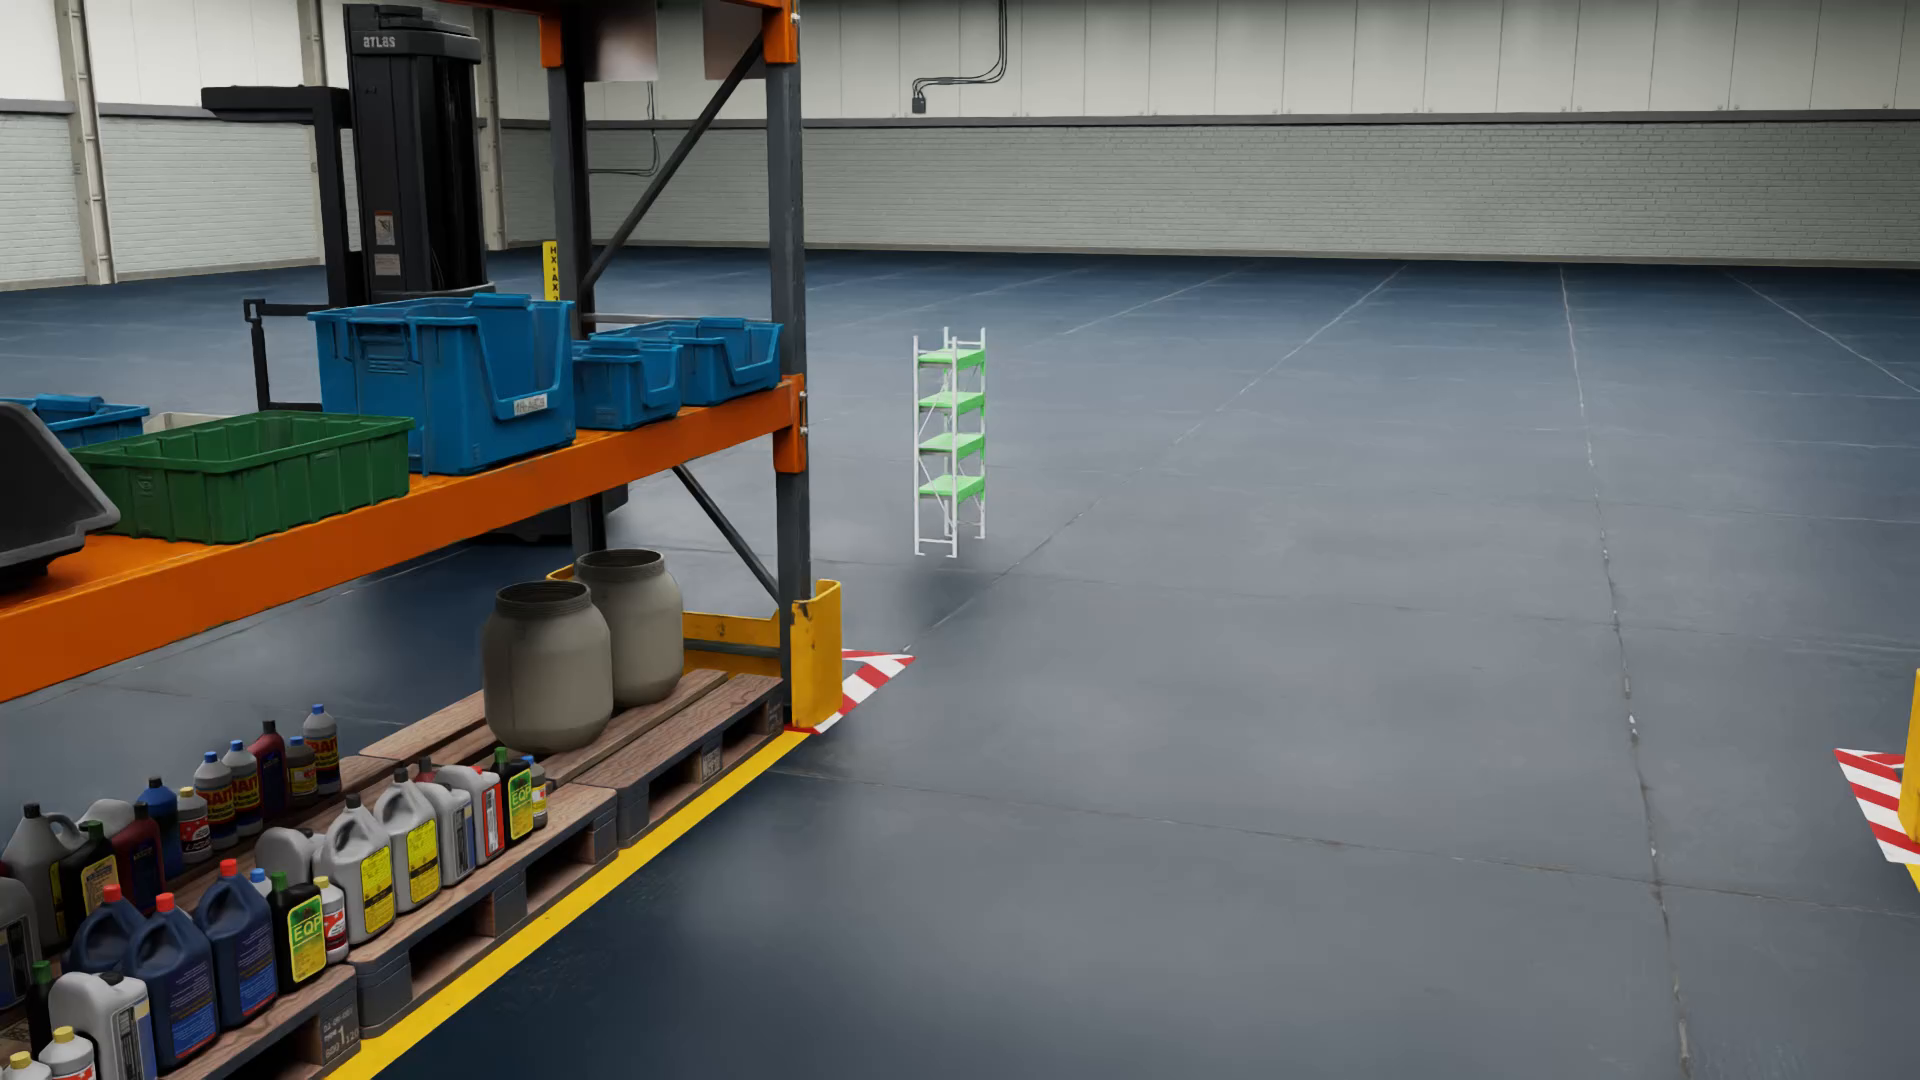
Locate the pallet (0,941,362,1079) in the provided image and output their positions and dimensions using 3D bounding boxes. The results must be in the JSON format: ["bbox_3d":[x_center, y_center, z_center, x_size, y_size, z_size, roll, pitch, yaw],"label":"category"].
[{"bbox_3d":[-2.114,1.225,3.647,1.003,0.211,1.213,4,14,18],"label":"pallet"}]

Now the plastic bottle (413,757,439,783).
[{"bbox_3d":[-1.464,0.733,4.650,0.061,0.283,0.133,4,14,18],"label":"plastic bottle"}]

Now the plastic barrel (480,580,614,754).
[{"bbox_3d":[-1.379,0.419,5.556,0.421,0.512,0.421,0,13,0],"label":"plastic barrel"}]

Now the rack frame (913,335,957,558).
[{"bbox_3d":[-0.133,-0.499,8.977,0.240,1.200,0.015,4,14,18],"label":"rack frame"}]

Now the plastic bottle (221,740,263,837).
[{"bbox_3d":[-2.069,0.709,4.784,0.097,0.271,0.097,0,13,0],"label":"plastic bottle"}]

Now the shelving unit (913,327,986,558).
[{"bbox_3d":[-0.054,-0.550,9.202,0.258,1.200,0.503,4,14,18],"label":"shelving unit"}]

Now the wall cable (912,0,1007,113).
[{"bbox_3d":[-0.027,-12.921,38.232,2.305,6.003,0.169,4,14,18],"label":"wall cable"}]

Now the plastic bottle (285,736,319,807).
[{"bbox_3d":[-1.992,0.693,5.013,0.097,0.201,0.097,0,13,0],"label":"plastic bottle"}]

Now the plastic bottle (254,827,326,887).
[{"bbox_3d":[-1.667,0.843,4.188,0.152,0.276,0.135,4,14,18],"label":"plastic bottle"}]

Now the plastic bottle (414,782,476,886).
[{"bbox_3d":[-1.408,0.774,4.490,0.152,0.276,0.135,4,13,17],"label":"plastic bottle"}]

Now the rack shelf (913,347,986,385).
[{"bbox_3d":[-0.054,-0.956,9.109,0.258,0.148,0.480,4,14,18],"label":"rack shelf"}]

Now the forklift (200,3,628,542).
[{"bbox_3d":[-3.593,-1.545,9.669,3.031,2.935,1.130,2,13,8],"label":"forklift"}]

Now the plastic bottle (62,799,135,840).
[{"bbox_3d":[-2.212,0.819,4.293,0.152,0.276,0.135,5,14,19],"label":"plastic bottle"}]

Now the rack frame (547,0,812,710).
[{"bbox_3d":[-1.077,-0.838,6.420,1.000,3.000,0.127,4,14,18],"label":"rack frame"}]

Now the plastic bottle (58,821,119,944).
[{"bbox_3d":[-2.163,0.851,4.135,0.061,0.283,0.133,4,14,18],"label":"plastic bottle"}]

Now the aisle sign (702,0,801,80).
[{"bbox_3d":[-0.772,-2.099,6.103,0.394,0.787,0.004,4,14,18],"label":"aisle sign"}]

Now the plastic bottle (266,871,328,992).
[{"bbox_3d":[-1.563,0.902,3.910,0.061,0.283,0.133,5,14,21],"label":"plastic bottle"}]

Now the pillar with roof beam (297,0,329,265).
[{"bbox_3d":[-9.077,-9.851,32.427,9.100,9.000,0.400,4,14,18],"label":"pillar with roof beam"}]

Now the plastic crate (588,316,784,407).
[{"bbox_3d":[-0.955,-0.639,5.880,0.499,0.251,0.616,4,14,18],"label":"plastic crate"}]

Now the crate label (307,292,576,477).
[{"bbox_3d":[-1.416,-0.449,4.633,0.502,0.435,0.616,4,14,18],"label":"crate label"}]

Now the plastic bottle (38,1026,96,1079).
[{"bbox_3d":[-1.787,1.075,3.336,0.097,0.201,0.097,0,13,0],"label":"plastic bottle"}]

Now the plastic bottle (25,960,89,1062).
[{"bbox_3d":[-1.875,1.001,3.479,0.061,0.283,0.133,4,14,18],"label":"plastic bottle"}]

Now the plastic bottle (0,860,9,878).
[{"bbox_3d":[-2.360,0.880,4.009,0.061,0.283,0.133,5,14,22],"label":"plastic bottle"}]

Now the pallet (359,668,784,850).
[{"bbox_3d":[-1.325,0.711,5.897,1.003,0.211,1.213,4,14,18],"label":"pallet"}]

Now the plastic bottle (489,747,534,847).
[{"bbox_3d":[-1.277,0.716,4.727,0.061,0.283,0.133,5,14,20],"label":"plastic bottle"}]

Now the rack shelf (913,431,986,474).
[{"bbox_3d":[-0.054,-0.488,9.216,0.258,0.148,0.480,4,14,18],"label":"rack shelf"}]

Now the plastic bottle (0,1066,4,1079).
[{"bbox_3d":[-1.853,1.084,3.140,0.097,0.271,0.097,0,13,0],"label":"plastic bottle"}]

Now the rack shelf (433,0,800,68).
[{"bbox_3d":[-1.724,-1.529,4.321,1.077,0.370,4.000,4,14,18],"label":"rack shelf"}]

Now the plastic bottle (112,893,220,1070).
[{"bbox_3d":[-1.717,0.941,3.589,0.144,0.351,0.185,5,14,20],"label":"plastic bottle"}]

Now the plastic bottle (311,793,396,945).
[{"bbox_3d":[-1.518,0.812,4.156,0.144,0.351,0.185,4,14,18],"label":"plastic bottle"}]

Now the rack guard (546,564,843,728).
[{"bbox_3d":[-1.057,0.400,6.613,1.175,0.500,0.348,4,14,18],"label":"rack guard"}]

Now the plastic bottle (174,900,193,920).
[{"bbox_3d":[-1.784,0.940,3.770,0.097,0.271,0.097,0,13,0],"label":"plastic bottle"}]

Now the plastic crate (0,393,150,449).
[{"bbox_3d":[-2.270,-0.176,3.853,0.499,0.251,0.616,4,14,18],"label":"plastic crate"}]

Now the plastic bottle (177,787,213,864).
[{"bbox_3d":[-2.133,0.785,4.608,0.097,0.201,0.097,0,13,0],"label":"plastic bottle"}]
